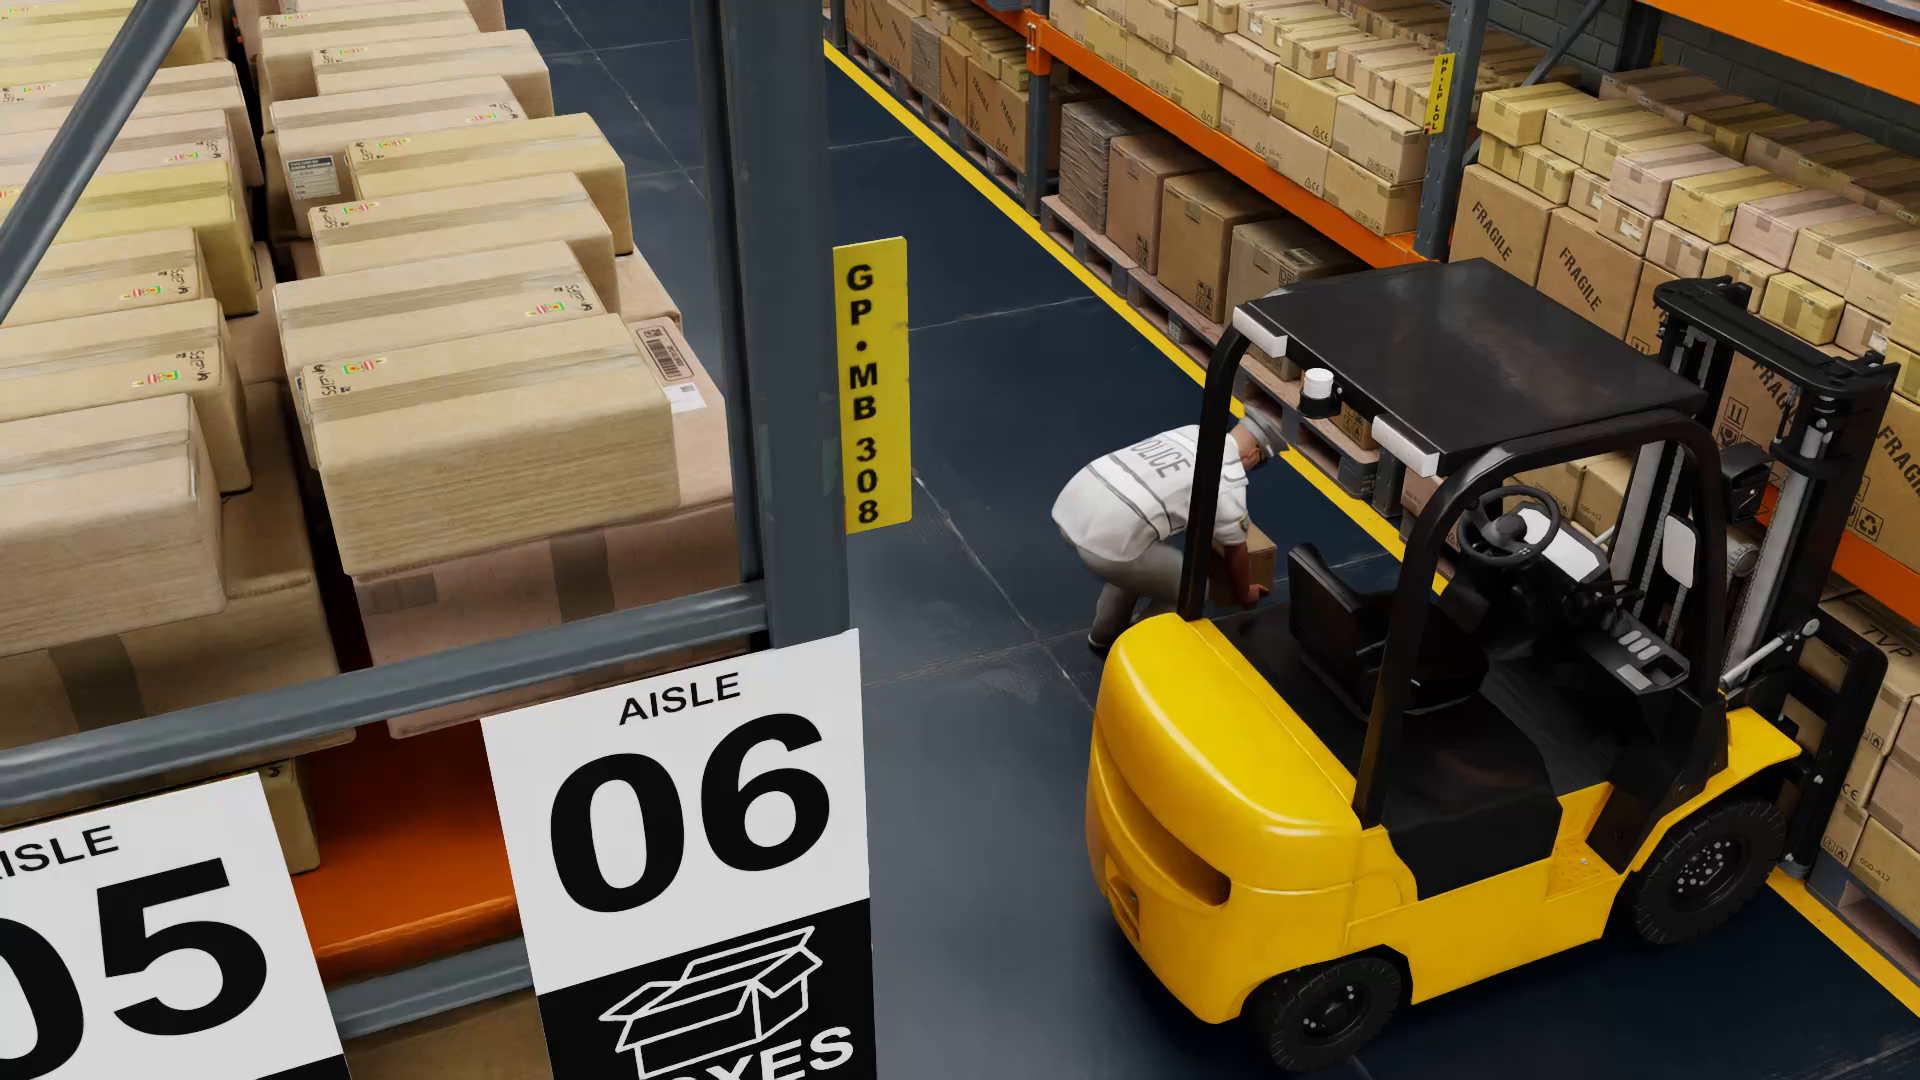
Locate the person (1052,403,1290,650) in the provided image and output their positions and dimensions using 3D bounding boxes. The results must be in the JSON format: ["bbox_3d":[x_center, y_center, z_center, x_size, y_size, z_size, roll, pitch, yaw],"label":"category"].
[{"bbox_3d":[0.868,0.014,6.767,1.025,1.037,0.530,-15,36,-21],"label":"person"}]
